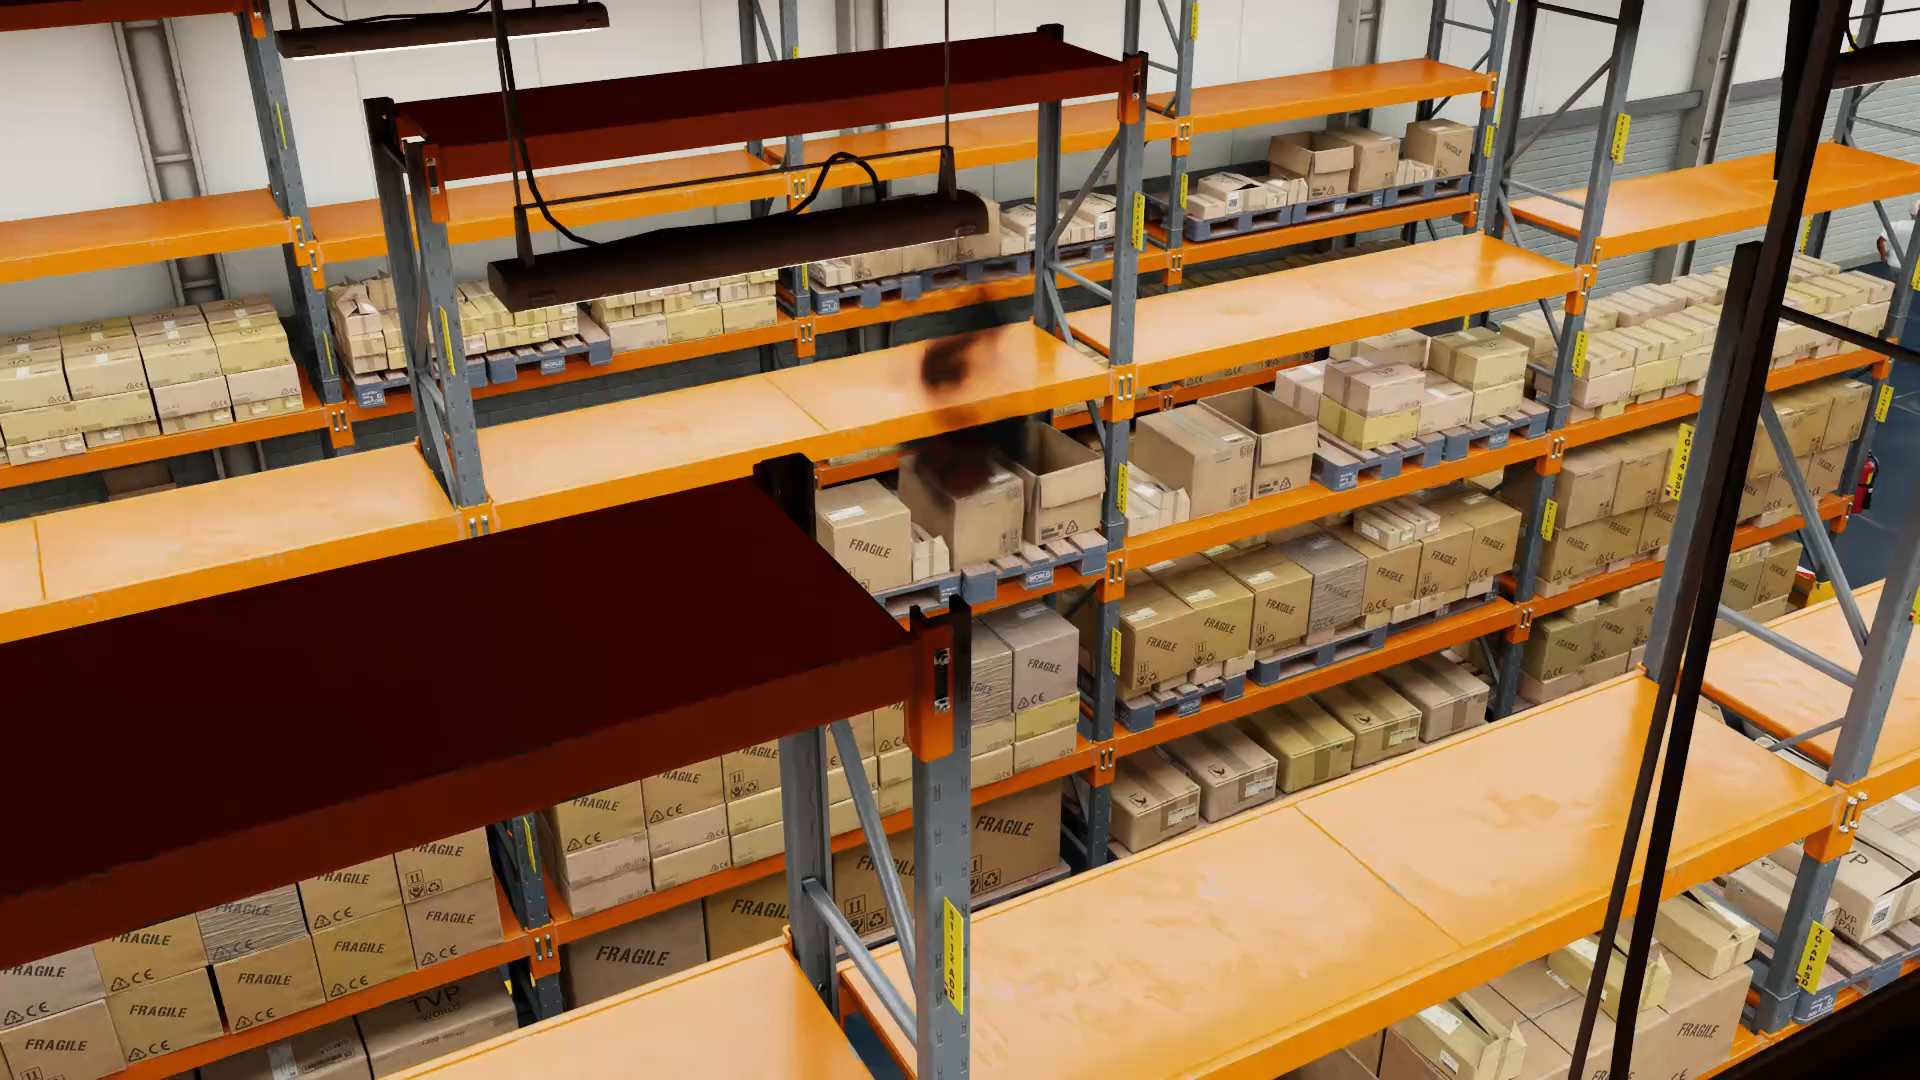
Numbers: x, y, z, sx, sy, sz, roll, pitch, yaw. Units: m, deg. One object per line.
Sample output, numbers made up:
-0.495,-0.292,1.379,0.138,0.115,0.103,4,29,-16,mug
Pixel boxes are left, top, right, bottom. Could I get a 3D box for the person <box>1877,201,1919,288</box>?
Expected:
12.447,-3.608,21.936,0.853,1.758,0.703,-23,35,-36,person
